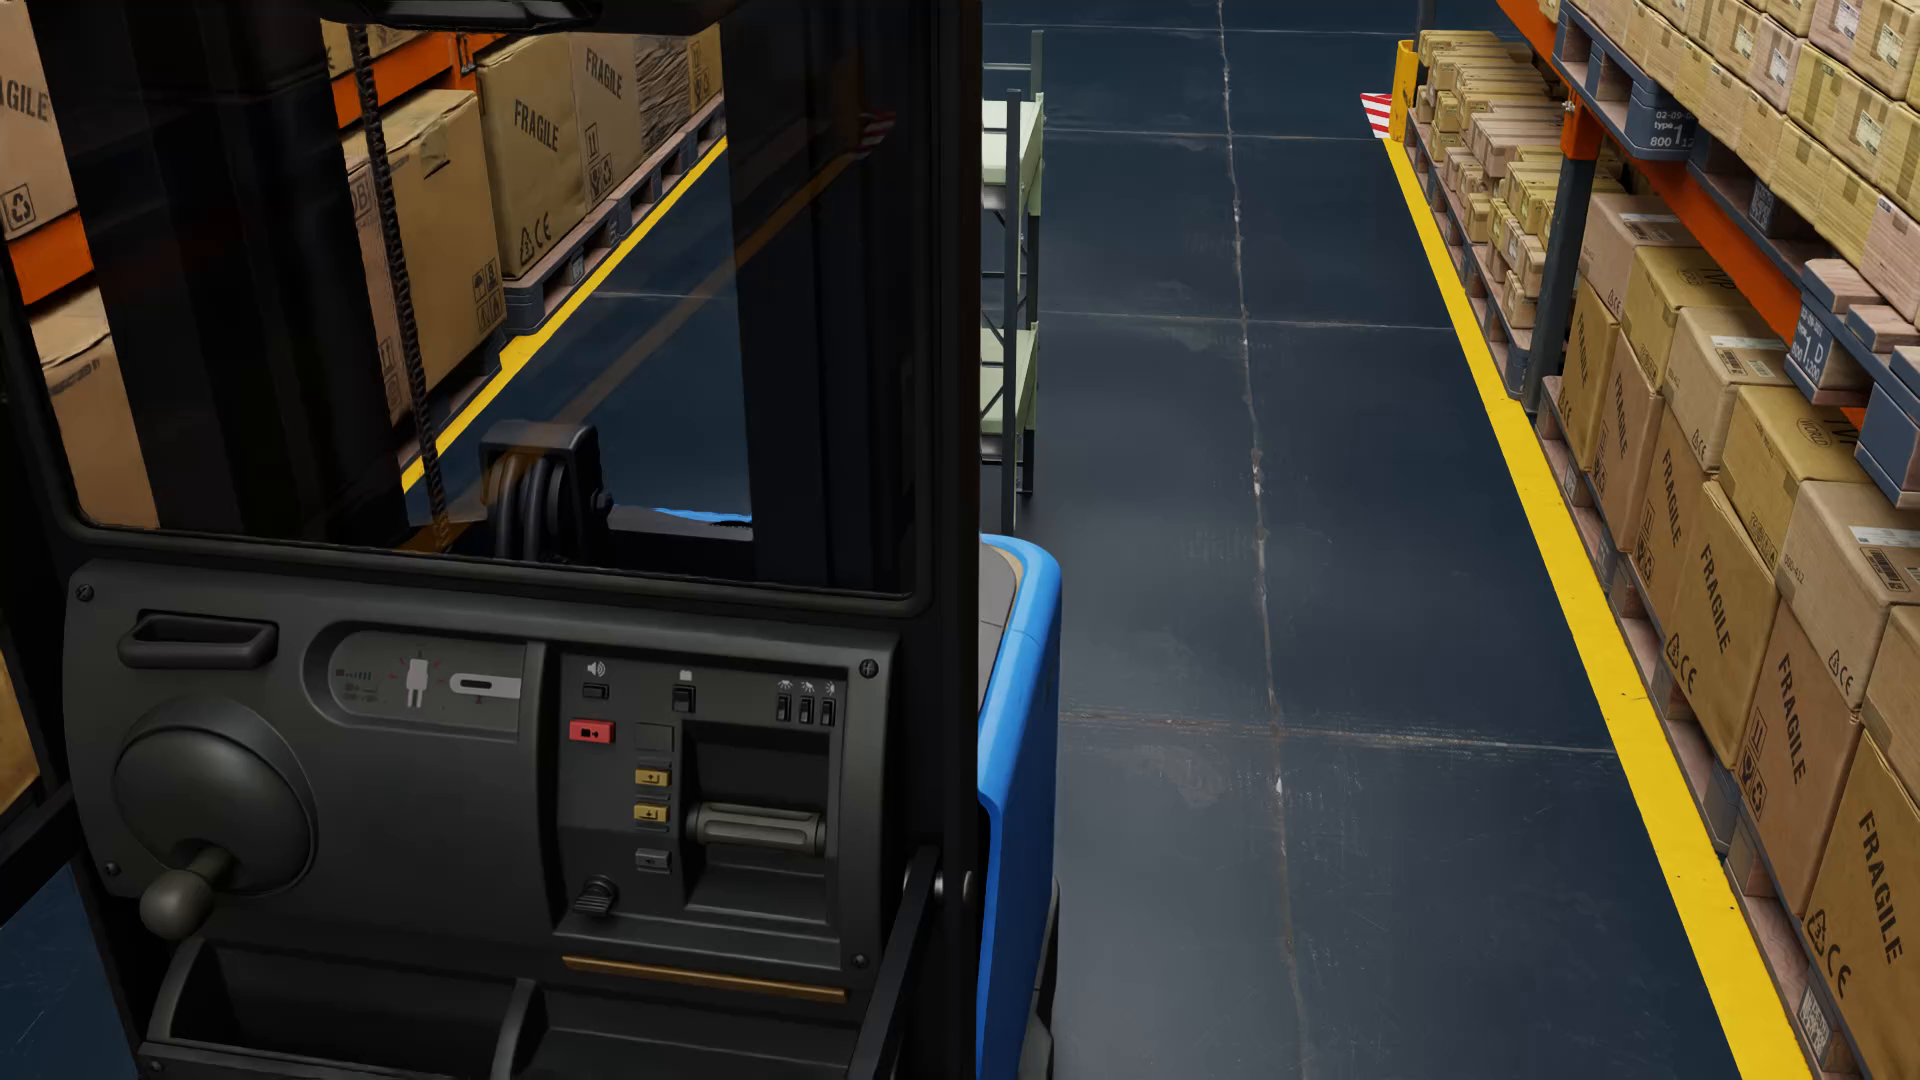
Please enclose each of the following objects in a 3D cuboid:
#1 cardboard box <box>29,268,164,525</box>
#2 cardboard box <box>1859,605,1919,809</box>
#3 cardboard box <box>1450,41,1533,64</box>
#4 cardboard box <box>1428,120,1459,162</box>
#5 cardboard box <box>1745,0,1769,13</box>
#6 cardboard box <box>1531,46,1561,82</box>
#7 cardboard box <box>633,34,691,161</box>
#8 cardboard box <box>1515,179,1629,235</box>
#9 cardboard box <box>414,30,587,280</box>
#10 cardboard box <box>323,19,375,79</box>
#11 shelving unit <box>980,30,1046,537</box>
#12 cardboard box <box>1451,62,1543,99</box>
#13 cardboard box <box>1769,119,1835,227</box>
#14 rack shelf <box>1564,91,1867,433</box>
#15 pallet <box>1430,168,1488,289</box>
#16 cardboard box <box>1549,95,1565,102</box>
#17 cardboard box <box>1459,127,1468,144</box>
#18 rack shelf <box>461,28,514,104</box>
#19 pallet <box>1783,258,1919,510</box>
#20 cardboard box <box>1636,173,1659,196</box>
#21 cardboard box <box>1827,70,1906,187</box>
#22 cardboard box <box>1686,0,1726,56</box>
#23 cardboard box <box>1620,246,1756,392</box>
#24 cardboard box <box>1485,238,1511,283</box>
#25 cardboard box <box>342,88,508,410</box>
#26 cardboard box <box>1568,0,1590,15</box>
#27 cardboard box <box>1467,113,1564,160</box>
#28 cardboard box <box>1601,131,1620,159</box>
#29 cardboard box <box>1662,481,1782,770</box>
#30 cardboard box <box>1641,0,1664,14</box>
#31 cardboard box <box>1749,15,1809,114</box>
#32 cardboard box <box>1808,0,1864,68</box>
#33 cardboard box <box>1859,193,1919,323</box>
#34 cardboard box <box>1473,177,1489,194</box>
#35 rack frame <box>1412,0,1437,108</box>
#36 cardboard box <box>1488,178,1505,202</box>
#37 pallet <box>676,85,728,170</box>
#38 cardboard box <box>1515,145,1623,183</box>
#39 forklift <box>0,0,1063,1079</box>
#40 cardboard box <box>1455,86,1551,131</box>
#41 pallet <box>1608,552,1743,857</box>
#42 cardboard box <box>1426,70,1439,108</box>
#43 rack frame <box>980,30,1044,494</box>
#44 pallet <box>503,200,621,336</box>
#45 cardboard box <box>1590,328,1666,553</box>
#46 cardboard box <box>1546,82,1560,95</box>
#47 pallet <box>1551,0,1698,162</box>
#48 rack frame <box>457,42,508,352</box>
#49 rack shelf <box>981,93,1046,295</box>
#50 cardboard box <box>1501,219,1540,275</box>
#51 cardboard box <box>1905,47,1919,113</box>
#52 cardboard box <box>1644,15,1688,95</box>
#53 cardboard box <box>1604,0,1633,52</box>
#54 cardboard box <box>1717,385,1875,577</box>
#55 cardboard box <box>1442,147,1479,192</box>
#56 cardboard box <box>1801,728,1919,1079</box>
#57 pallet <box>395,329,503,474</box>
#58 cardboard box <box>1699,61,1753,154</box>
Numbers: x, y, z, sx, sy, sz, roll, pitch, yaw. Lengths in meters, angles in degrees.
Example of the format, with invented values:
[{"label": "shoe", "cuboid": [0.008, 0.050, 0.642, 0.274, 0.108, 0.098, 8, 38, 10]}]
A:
[{"label": "cardboard box", "cuboid": [-2.600, -0.222, 4.297, 1.225, 0.875, 0.875, 3, 29, 6]}, {"label": "cardboard box", "cuboid": [1.912, 0.354, 2.832, 0.500, 0.250, 0.500, 3, 28, 5]}, {"label": "cardboard box", "cuboid": [2.753, -2.488, 8.641, 0.380, 0.149, 0.250, 4, 29, 7]}, {"label": "cardboard box", "cuboid": [2.572, -2.002, 8.367, 0.380, 0.149, 0.250, 4, 29, 7]}, {"label": "cardboard box", "cuboid": [1.887, -1.219, 3.544, 0.380, 0.149, 0.250, 4, 29, 8]}, {"label": "cardboard box", "cuboid": [3.168, -2.473, 8.613, 0.380, 0.149, 0.250, 4, 29, 7]}, {"label": "cardboard box", "cuboid": [-1.952, -2.511, 8.545, 0.875, 0.875, 0.875, 3, 28, 6]}, {"label": "cardboard box", "cuboid": [2.356, -1.274, 6.388, 0.380, 0.149, 0.250, 4, 29, 7]}, {"label": "cardboard box", "cuboid": [-2.171, -1.668, 6.981, 0.875, 0.875, 0.875, 3, 28, 6]}, {"label": "cardboard box", "cuboid": [-2.185, -1.688, 5.116, 0.500, 0.500, 0.500, 4, 29, 8]}, {"label": "shelving unit", "cuboid": [-0.001, -0.657, 4.888, 0.431, 1.500, 0.755, 3, 28, 6]}, {"label": "cardboard box", "cuboid": [2.647, -2.255, 8.209, 0.380, 0.149, 0.250, 2, 28, 4]}, {"label": "cardboard box", "cuboid": [1.822, -0.709, 3.226, 0.380, 0.149, 0.250, 2, 28, 4]}, {"label": "rack shelf", "cuboid": [2.334, -0.519, 3.809, 1.077, 0.370, 4.000, 3, 28, 6]}, {"label": "pallet", "cuboid": [2.773, -1.443, 7.707, 1.003, 0.211, 1.213, 3, 28, 6]}, {"label": "cardboard box", "cuboid": [3.090, -2.090, 8.217, 0.380, 0.149, 0.250, 3, 28, 6]}, {"label": "cardboard box", "cuboid": [2.641, -1.998, 8.045, 0.380, 0.149, 0.250, 2, 28, 4]}, {"label": "rack shelf", "cuboid": [-2.087, -2.737, 7.927, 1.077, 0.370, 4.000, 3, 28, 6]}, {"label": "pallet", "cuboid": [2.070, -0.151, 2.570, 1.213, 0.211, 1.003, 3, 28, 6]}, {"label": "cardboard box", "cuboid": [2.901, -1.367, 6.560, 0.380, 0.149, 0.250, 3, 28, 5]}, {"label": "cardboard box", "cuboid": [1.789, -0.726, 2.943, 0.380, 0.149, 0.250, 3, 29, 6]}, {"label": "cardboard box", "cuboid": [1.918, -1.206, 3.834, 0.380, 0.149, 0.250, 3, 28, 5]}, {"label": "cardboard box", "cuboid": [2.163, -0.608, 4.618, 0.500, 0.250, 0.500, 4, 29, 8]}, {"label": "cardboard box", "cuboid": [2.372, -1.157, 6.797, 0.380, 0.149, 0.250, 2, 28, 5]}, {"label": "cardboard box", "cuboid": [-2.390, -1.060, 5.852, 1.225, 0.875, 0.875, 3, 29, 6]}, {"label": "cardboard box", "cuboid": [2.074, -1.692, 5.051, 0.380, 0.149, 0.250, 2, 28, 4]}, {"label": "cardboard box", "cuboid": [2.451, -1.769, 7.308, 0.380, 0.149, 0.250, 2, 28, 4]}, {"label": "cardboard box", "cuboid": [2.974, -1.739, 7.251, 0.380, 0.149, 0.250, 2, 28, 4]}, {"label": "cardboard box", "cuboid": [2.026, 0.203, 3.904, 0.500, 0.500, 0.500, 2, 28, 4]}, {"label": "cardboard box", "cuboid": [1.982, -1.457, 4.301, 0.380, 0.149, 0.250, 2, 28, 4]}, {"label": "cardboard box", "cuboid": [1.853, -0.966, 3.388, 0.380, 0.149, 0.250, 4, 29, 7]}, {"label": "cardboard box", "cuboid": [1.823, -0.968, 3.079, 0.380, 0.149, 0.250, 3, 28, 6]}, {"label": "cardboard box", "cuboid": [1.756, -0.465, 2.773, 0.380, 0.149, 0.250, 4, 29, 7]}, {"label": "cardboard box", "cuboid": [2.514, -1.517, 7.467, 0.380, 0.149, 0.250, 4, 29, 7]}, {"label": "rack frame", "cuboid": [3.069, -3.660, 8.881, 1.000, 3.000, 0.127, 3, 28, 6]}, {"label": "cardboard box", "cuboid": [2.478, -1.493, 7.108, 0.380, 0.149, 0.250, 4, 29, 7]}, {"label": "pallet", "cuboid": [-1.862, -2.387, 9.458, 1.003, 0.211, 1.213, 3, 28, 6]}, {"label": "cardboard box", "cuboid": [2.488, -1.509, 6.824, 0.380, 0.149, 0.250, 4, 29, 8]}, {"label": "forklift", "cuboid": [-0.566, 0.298, 1.606, 1.130, 2.935, 3.031, 5, 29, 9]}, {"label": "cardboard box", "cuboid": [2.526, -2.004, 7.743, 0.380, 0.149, 0.250, 4, 29, 7]}, {"label": "pallet", "cuboid": [2.338, 0.393, 4.298, 1.003, 0.211, 1.213, 3, 28, 6]}, {"label": "cardboard box", "cuboid": [2.660, -2.363, 8.723, 0.380, 0.149, 0.250, 3, 28, 6]}, {"label": "rack frame", "cuboid": [0.044, -0.829, 5.208, 0.400, 1.500, 0.023, 3, 28, 6]}, {"label": "pallet", "cuboid": [-2.161, -1.238, 7.326, 1.003, 0.211, 1.213, 3, 28, 6]}, {"label": "cardboard box", "cuboid": [2.162, -0.280, 4.799, 0.500, 0.500, 0.500, 5, 29, 8]}, {"label": "cardboard box", "cuboid": [3.202, -2.336, 8.672, 0.380, 0.149, 0.250, 3, 28, 5]}, {"label": "pallet", "cuboid": [2.341, -1.341, 4.779, 1.003, 0.211, 1.213, 3, 28, 6]}, {"label": "rack frame", "cuboid": [-2.332, -2.113, 6.009, 1.000, 3.000, 0.127, 3, 28, 6]}, {"label": "rack shelf", "cuboid": [-0.001, -1.001, 4.703, 0.431, 0.370, 0.720, 3, 28, 6]}, {"label": "cardboard box", "cuboid": [2.322, -1.132, 6.439, 0.380, 0.149, 0.250, 2, 28, 4]}, {"label": "cardboard box", "cuboid": [1.759, -0.729, 2.635, 0.380, 0.149, 0.250, 4, 29, 8]}, {"label": "cardboard box", "cuboid": [1.949, -1.206, 4.149, 0.380, 0.149, 0.250, 2, 28, 4]}, {"label": "cardboard box", "cuboid": [2.011, -1.444, 4.590, 0.380, 0.149, 0.250, 4, 29, 7]}, {"label": "cardboard box", "cuboid": [2.041, -0.122, 3.717, 0.500, 0.250, 0.500, 4, 29, 7]}, {"label": "cardboard box", "cuboid": [2.519, -1.764, 7.926, 0.380, 0.149, 0.250, 2, 28, 4]}, {"label": "cardboard box", "cuboid": [1.910, 0.697, 2.987, 0.500, 0.500, 0.500, 3, 28, 6]}, {"label": "pallet", "cuboid": [-2.351, -0.518, 5.988, 1.003, 0.211, 1.213, 3, 28, 6]}, {"label": "cardboard box", "cuboid": [1.885, -0.959, 3.690, 0.380, 0.149, 0.250, 2, 28, 4]}]
